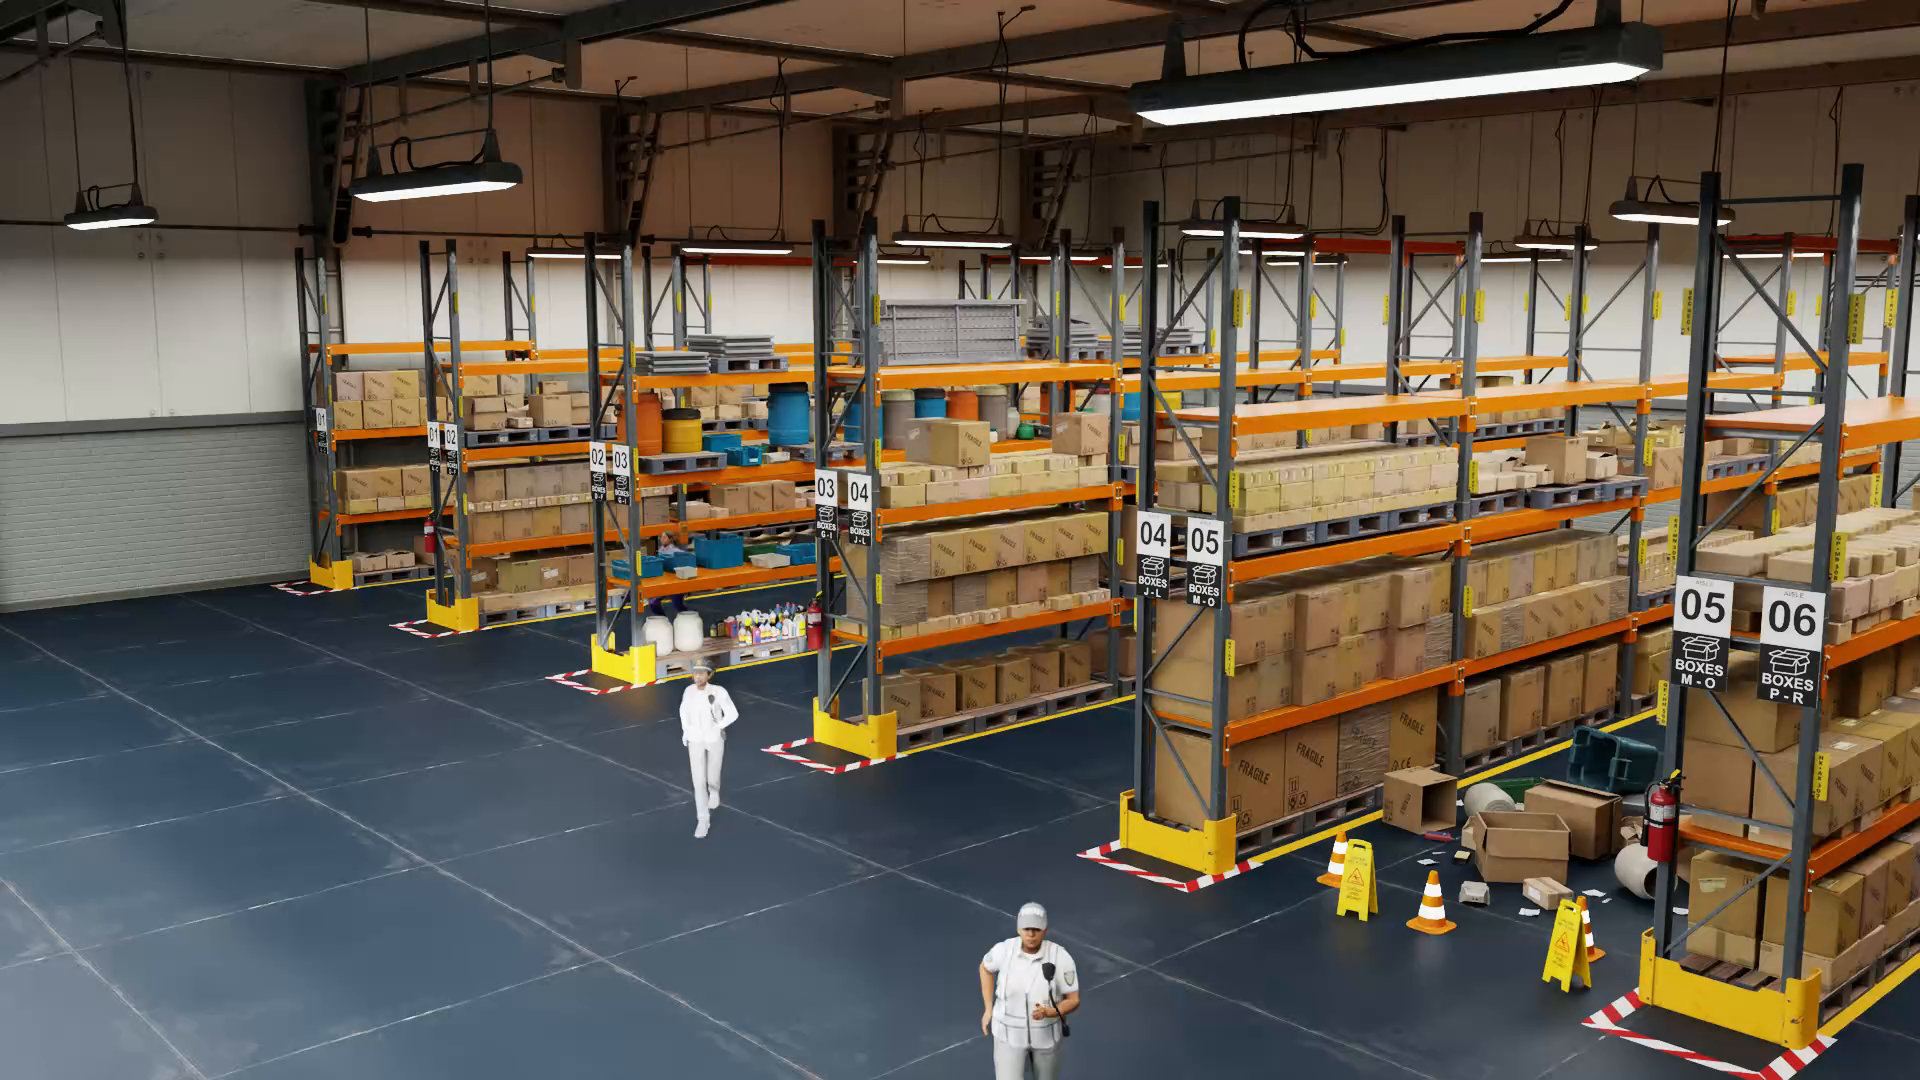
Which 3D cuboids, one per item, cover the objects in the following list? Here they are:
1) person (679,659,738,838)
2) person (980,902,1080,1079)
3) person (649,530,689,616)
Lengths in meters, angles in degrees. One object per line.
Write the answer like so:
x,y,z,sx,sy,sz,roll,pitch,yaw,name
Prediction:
-2.463,1.974,16.238,0.608,1.704,0.797,0,8,3,person
0.402,2.947,9.712,0.572,1.732,0.750,0,8,0,person
-4.401,0.687,25.187,0.570,1.675,0.796,6,11,37,person
